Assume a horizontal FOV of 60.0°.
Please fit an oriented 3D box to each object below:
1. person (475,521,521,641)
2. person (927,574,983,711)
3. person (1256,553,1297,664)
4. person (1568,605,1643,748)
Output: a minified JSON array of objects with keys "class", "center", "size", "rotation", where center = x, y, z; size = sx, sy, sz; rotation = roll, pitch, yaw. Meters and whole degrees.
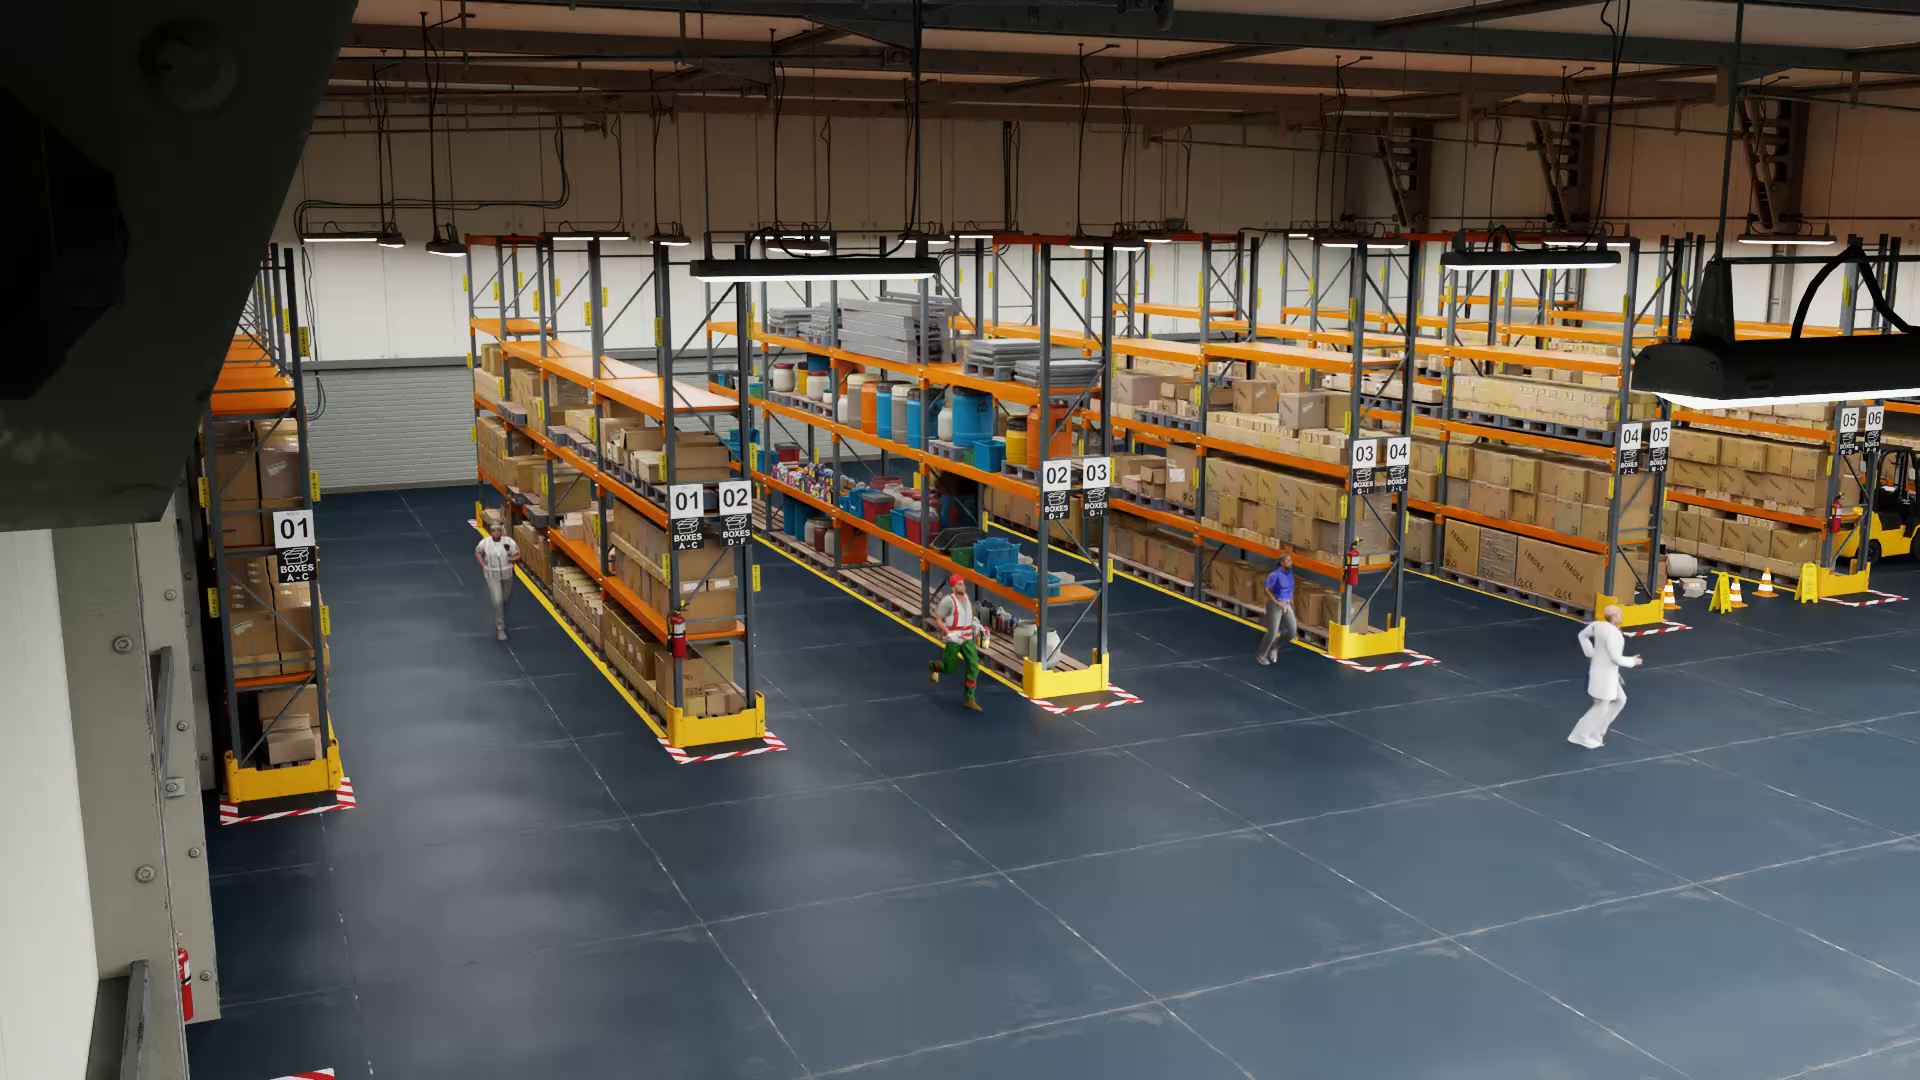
[{"class":"person","center":[-7.050,0.578,25.513],"size":[0.637,1.828,0.890],"rotation":[-6,12,-28]},{"class":"person","center":[-0.055,1.310,21.878],"size":[0.639,1.763,1.017],"rotation":[-8,13,-35]},{"class":"person","center":[4.631,0.989,23.860],"size":[0.635,1.582,0.550],"rotation":[-7,13,-32]},{"class":"person","center":[7.771,1.670,20.007],"size":[0.789,1.829,0.724],"rotation":[2,11,9]}]
